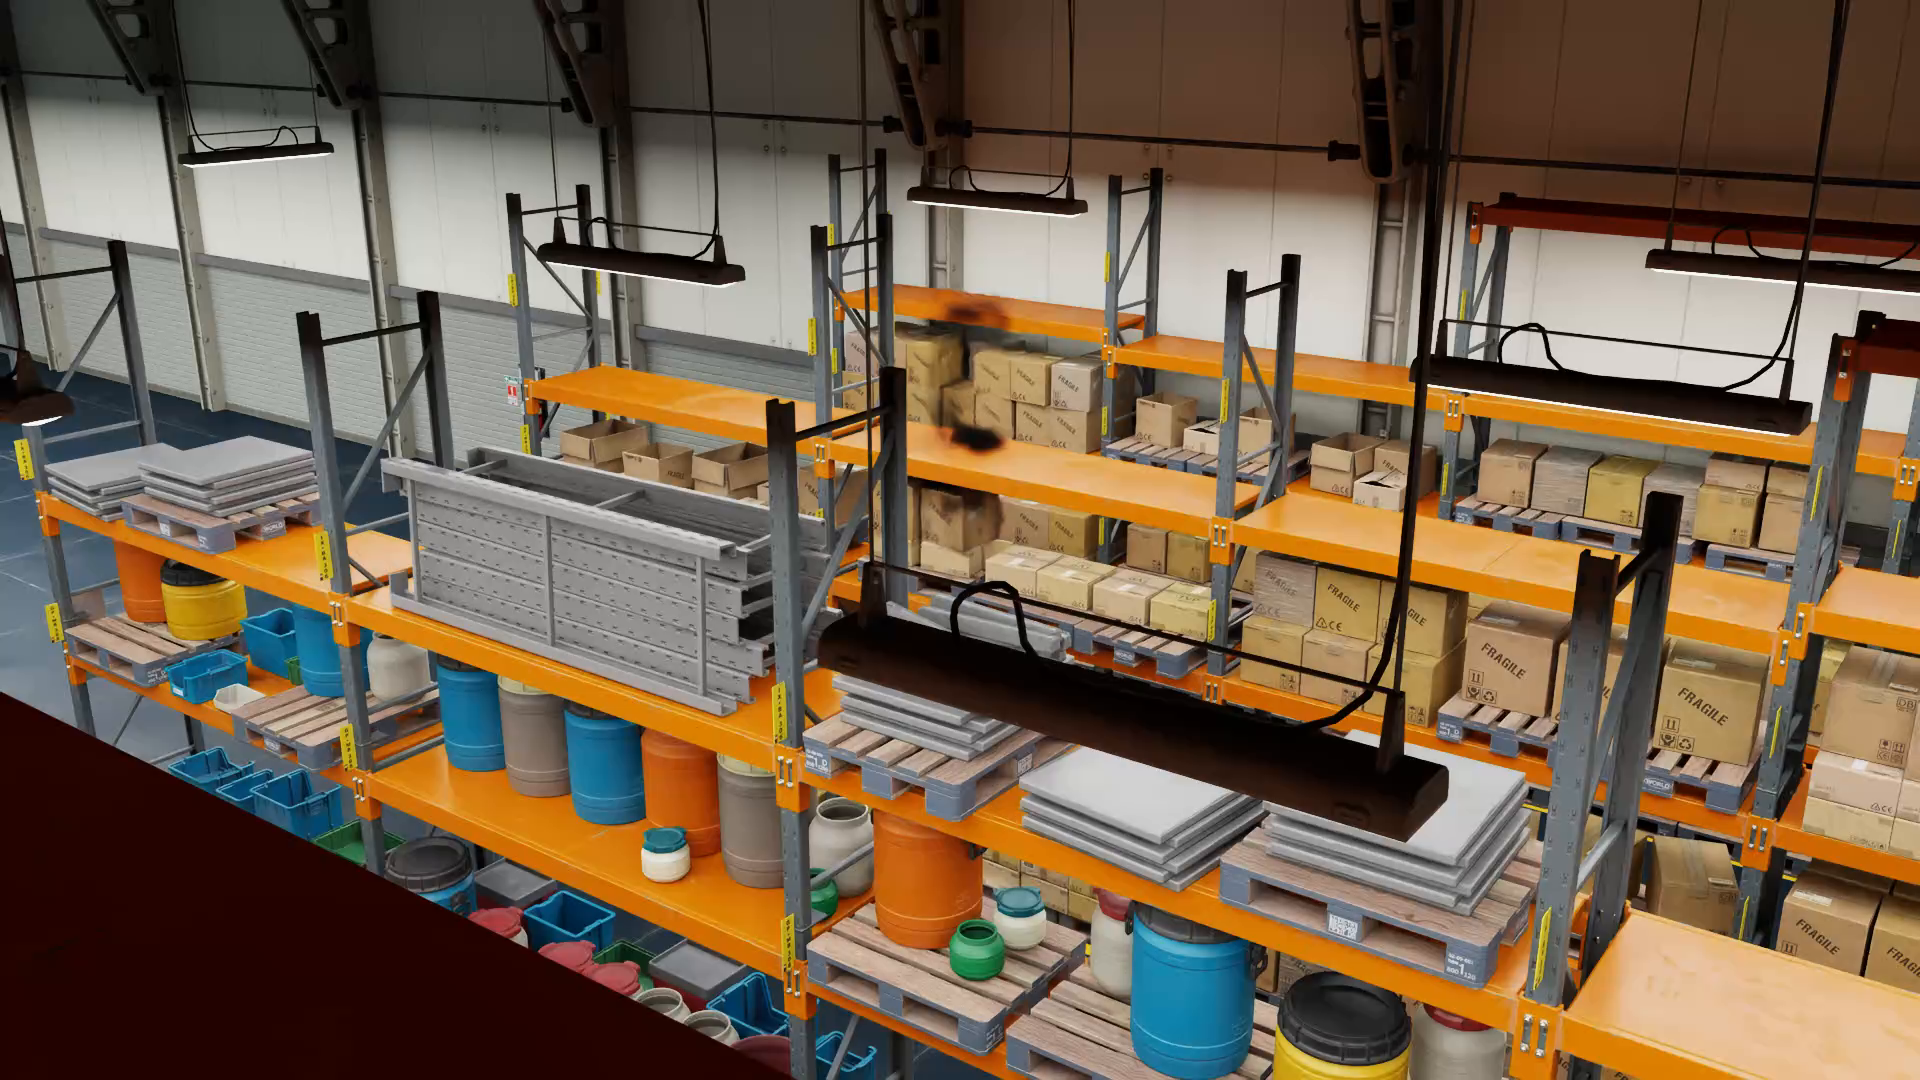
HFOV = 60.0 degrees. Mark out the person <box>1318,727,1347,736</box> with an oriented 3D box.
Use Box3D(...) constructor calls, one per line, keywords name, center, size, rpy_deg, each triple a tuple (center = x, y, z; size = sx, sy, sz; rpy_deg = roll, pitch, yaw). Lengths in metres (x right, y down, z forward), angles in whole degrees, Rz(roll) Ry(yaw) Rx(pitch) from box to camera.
Box3D(name="person", center=(3.420, 2.315, 15.372), size=(0.962, 1.784, 0.716), rpy_deg=(12, 22, 32))
